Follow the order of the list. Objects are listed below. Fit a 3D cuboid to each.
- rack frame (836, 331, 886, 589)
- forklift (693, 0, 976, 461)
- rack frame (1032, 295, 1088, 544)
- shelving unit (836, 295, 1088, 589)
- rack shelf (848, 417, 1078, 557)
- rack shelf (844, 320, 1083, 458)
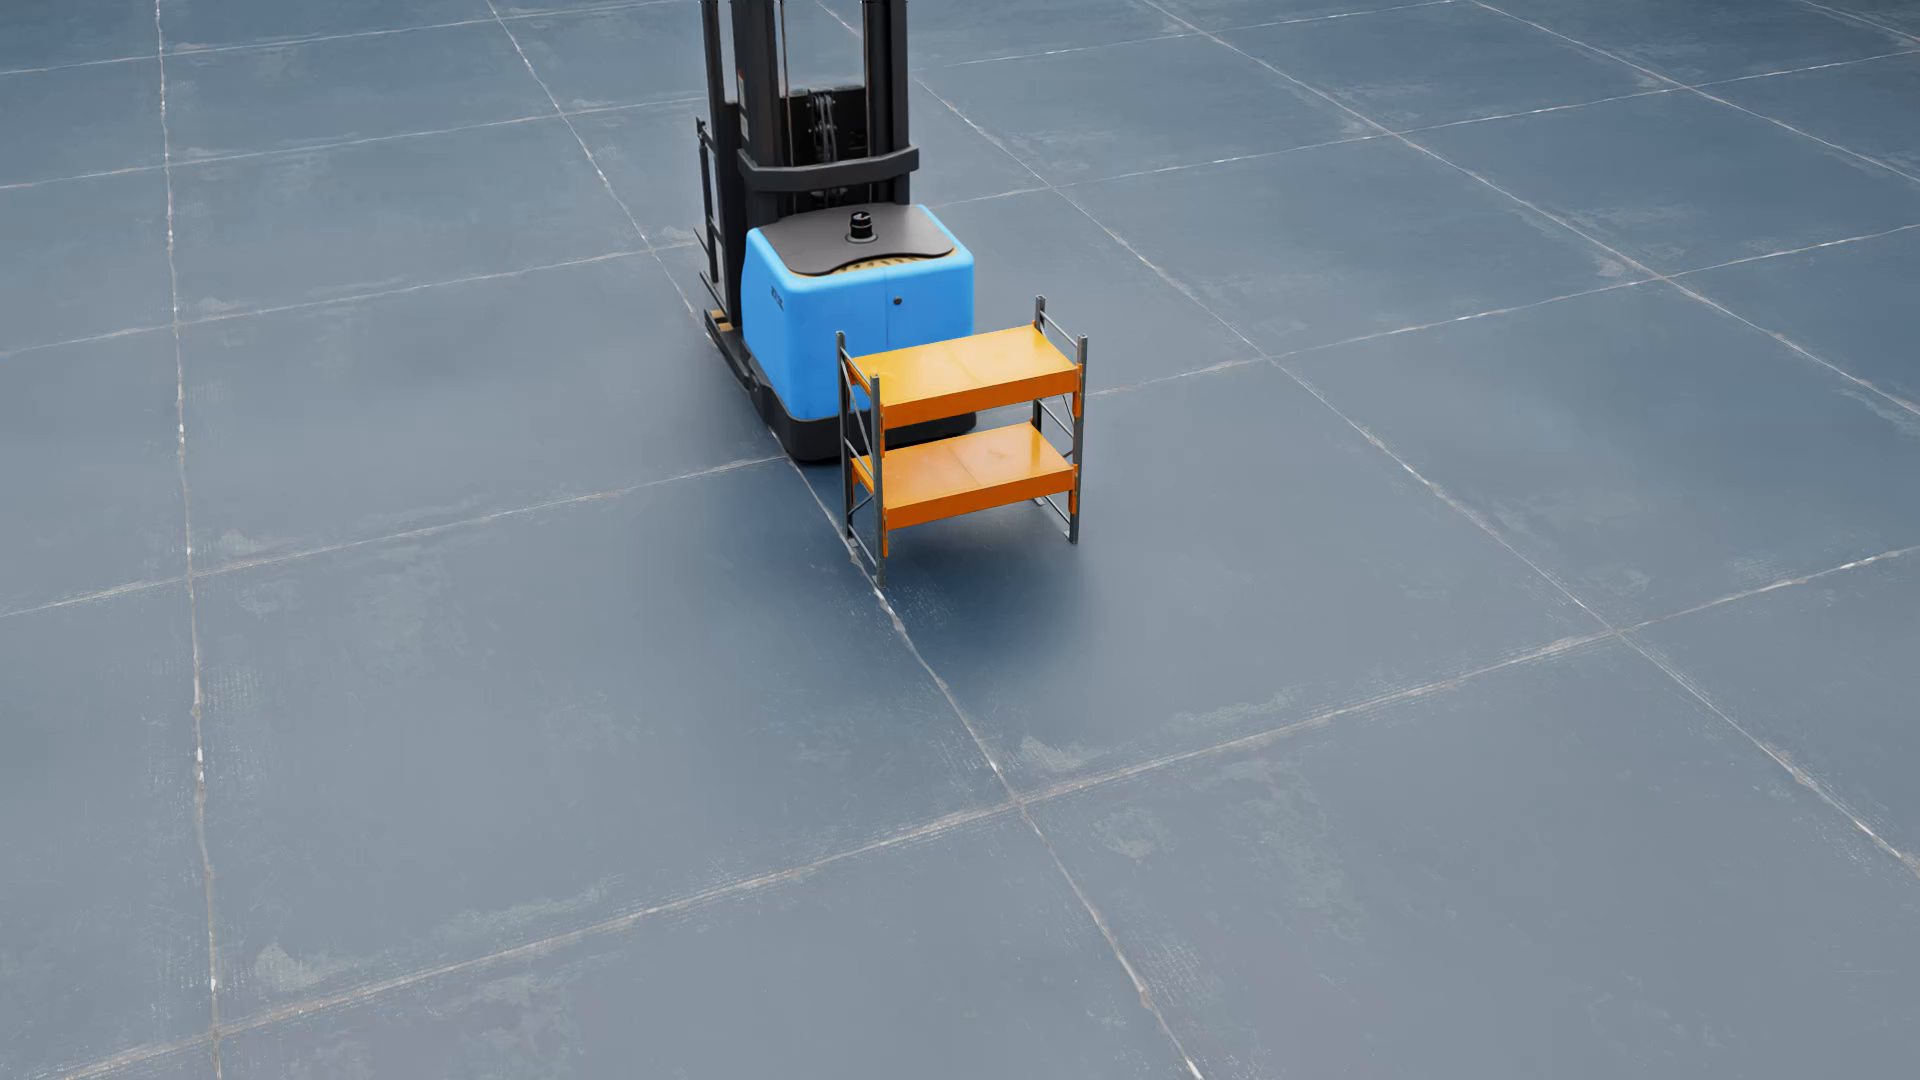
[{"bbox_3d":[-0.462,-0.366,7.780,0.032,1.125,0.500,-13,35,-19],"label":"rack frame"},{"bbox_3d":[-0.914,-2.442,9.316,1.130,2.935,3.031,-12,35,-18],"label":"forklift"},{"bbox_3d":[0.475,-0.580,8.110,0.032,1.125,0.500,-13,35,-19],"label":"rack frame"},{"bbox_3d":[0.006,-0.473,7.945,1.048,1.125,0.538,-13,35,-19],"label":"shelving unit"},{"bbox_3d":[0.006,-0.268,8.079,1.000,0.278,0.538,-13,35,-19],"label":"rack shelf"},{"bbox_3d":[0.006,-0.718,7.786,1.000,0.278,0.538,-13,35,-19],"label":"rack shelf"}]
